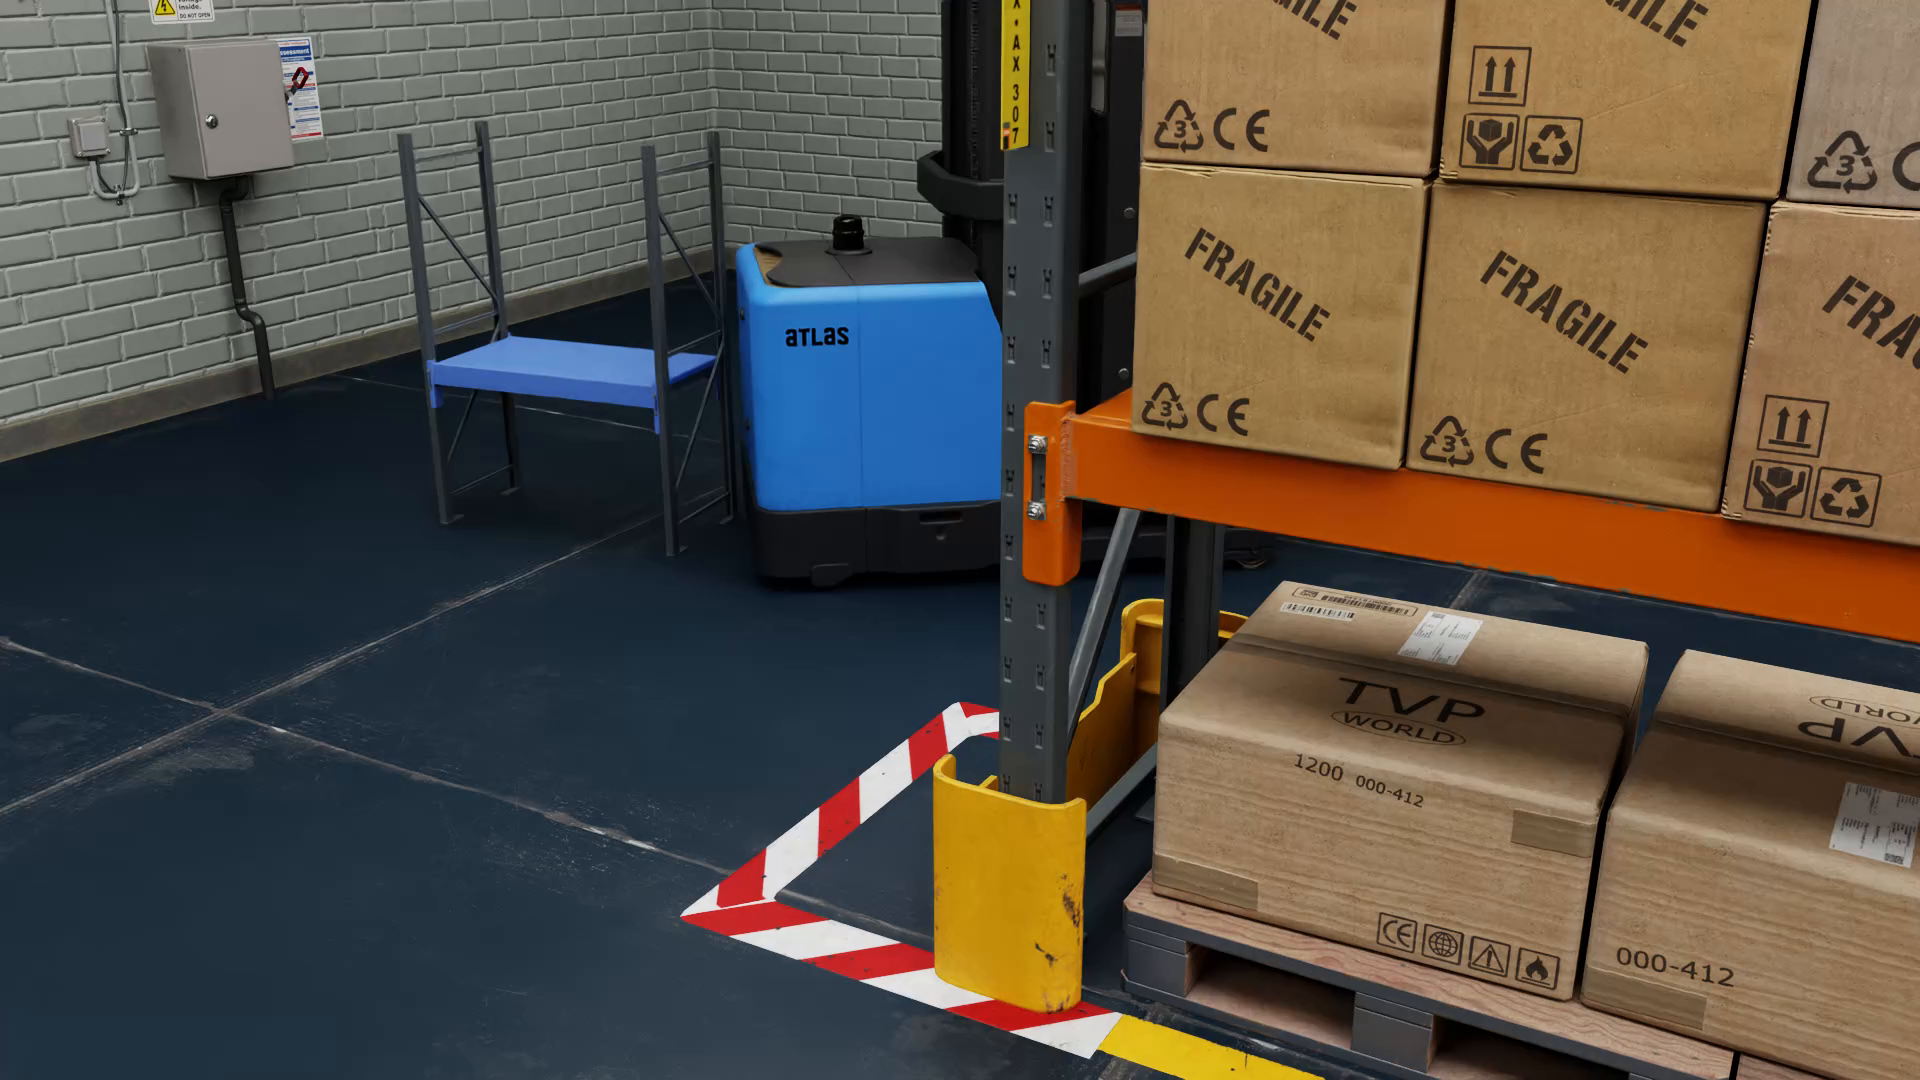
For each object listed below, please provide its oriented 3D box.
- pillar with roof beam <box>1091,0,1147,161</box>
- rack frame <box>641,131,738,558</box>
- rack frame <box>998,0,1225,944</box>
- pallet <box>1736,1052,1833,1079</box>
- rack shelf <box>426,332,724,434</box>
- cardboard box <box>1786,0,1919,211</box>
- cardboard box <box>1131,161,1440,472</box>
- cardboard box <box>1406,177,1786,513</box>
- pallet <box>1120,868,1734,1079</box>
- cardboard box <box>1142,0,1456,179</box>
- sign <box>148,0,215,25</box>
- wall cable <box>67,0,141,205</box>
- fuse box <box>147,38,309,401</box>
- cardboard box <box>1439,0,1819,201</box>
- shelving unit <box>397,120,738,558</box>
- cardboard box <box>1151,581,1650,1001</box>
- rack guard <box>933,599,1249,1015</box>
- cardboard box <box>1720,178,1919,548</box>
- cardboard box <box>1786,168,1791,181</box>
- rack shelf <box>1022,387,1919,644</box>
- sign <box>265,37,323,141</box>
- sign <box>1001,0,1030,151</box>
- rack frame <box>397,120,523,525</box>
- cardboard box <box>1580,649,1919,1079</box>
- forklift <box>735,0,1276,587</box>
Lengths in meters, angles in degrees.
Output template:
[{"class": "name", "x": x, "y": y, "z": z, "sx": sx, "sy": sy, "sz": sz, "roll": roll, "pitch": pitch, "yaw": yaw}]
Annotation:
[{"class": "pillar with roof beam", "x": -1.221, "y": -4.318, "z": 5.071, "sx": 0.400, "sy": 9.000, "sz": 9.100, "roll": 11, "pitch": 23, "yaw": 27}, {"class": "rack frame", "x": -0.987, "y": -0.719, "z": 6.149, "sx": 0.032, "sy": 1.500, "sz": 0.500, "roll": 7, "pitch": 21, "yaw": 20}, {"class": "rack frame", "x": 0.375, "y": -0.584, "z": 3.576, "sx": 0.127, "sy": 3.000, "sz": 1.000, "roll": 11, "pitch": 23, "yaw": 27}, {"class": "pallet", "x": 2.172, "y": 1.040, "z": 3.189, "sx": 1.213, "sy": 0.211, "sz": 1.003, "roll": 11, "pitch": 23, "yaw": 27}, {"class": "rack shelf", "x": -1.462, "y": -0.613, "z": 6.382, "sx": 1.000, "sy": 0.185, "sz": 0.538, "roll": 7, "pitch": 21, "yaw": 20}, {"class": "cardboard box", "x": 1.563, "y": -0.769, "z": 2.474, "sx": 0.500, "sy": 0.500, "sz": 0.500, "roll": 11, "pitch": 22, "yaw": 27}, {"class": "cardboard box", "x": 0.654, "y": -0.466, "z": 3.103, "sx": 0.500, "sy": 0.500, "sz": 0.500, "roll": 11, "pitch": 22, "yaw": 27}, {"class": "cardboard box", "x": 1.109, "y": -0.390, "z": 2.894, "sx": 0.500, "sy": 0.500, "sz": 0.500, "roll": 10, "pitch": 22, "yaw": 27}, {"class": "pallet", "x": 1.111, "y": 0.837, "z": 3.749, "sx": 1.213, "sy": 0.211, "sz": 1.003, "roll": 11, "pitch": 23, "yaw": 27}, {"class": "cardboard box", "x": 0.655, "y": -0.936, "z": 2.935, "sx": 0.500, "sy": 0.500, "sz": 0.500, "roll": 10, "pitch": 22, "yaw": 26}, {"class": "sign", "x": -3.615, "y": -2.522, "z": 7.708, "sx": 0.001, "sy": 0.242, "sz": 0.339, "roll": 11, "pitch": 23, "yaw": 27}, {"class": "wall cable", "x": -3.877, "y": -2.416, "z": 7.138, "sx": 0.122, "sy": 1.984, "sz": 0.588, "roll": 11, "pitch": 23, "yaw": 27}, {"class": "fuse box", "x": -3.407, "y": -1.510, "z": 8.019, "sx": 0.414, "sy": 1.711, "sz": 0.539, "roll": 11, "pitch": 23, "yaw": 27}, {"class": "cardboard box", "x": 1.110, "y": -0.853, "z": 2.704, "sx": 0.500, "sy": 0.500, "sz": 0.500, "roll": 10, "pitch": 22, "yaw": 26}, {"class": "shelving unit", "x": -1.462, "y": -0.782, "z": 6.321, "sx": 1.048, "sy": 1.500, "sz": 0.538, "roll": 7, "pitch": 21, "yaw": 20}, {"class": "cardboard box", "x": 1.000, "y": 0.503, "z": 3.721, "sx": 0.875, "sy": 0.438, "sz": 0.875, "roll": 10, "pitch": 22, "yaw": 25}, {"class": "rack guard", "x": 0.354, "y": 0.587, "z": 4.013, "sx": 0.348, "sy": 0.500, "sz": 1.175, "roll": 11, "pitch": 23, "yaw": 27}, {"class": "cardboard box", "x": 1.545, "y": -0.300, "z": 2.646, "sx": 0.500, "sy": 0.500, "sz": 0.500, "roll": 11, "pitch": 22, "yaw": 27}, {"class": "cardboard box", "x": 1.356, "y": -0.542, "z": 3.313, "sx": 0.500, "sy": 0.500, "sz": 0.500, "roll": 10, "pitch": 22, "yaw": 26}, {"class": "rack shelf", "x": 2.121, "y": 0.087, "z": 2.782, "sx": 4.000, "sy": 0.370, "sz": 1.077, "roll": 11, "pitch": 23, "yaw": 27}, {"class": "sign", "x": -3.347, "y": -2.253, "z": 8.316, "sx": 0.001, "sy": 0.494, "sz": 0.329, "roll": 11, "pitch": 23, "yaw": 27}, {"class": "sign", "x": 0.099, "y": -0.864, "z": 2.962, "sx": 0.005, "sy": 0.325, "sz": 0.100, "roll": 11, "pitch": 23, "yaw": 27}, {"class": "rack frame", "x": -1.936, "y": -0.844, "z": 6.493, "sx": 0.032, "sy": 1.500, "sz": 0.500, "roll": 7, "pitch": 21, "yaw": 20}, {"class": "cardboard box", "x": 1.803, "y": 0.653, "z": 3.308, "sx": 0.875, "sy": 0.438, "sz": 0.875, "roll": 11, "pitch": 23, "yaw": 29}, {"class": "forklift", "x": 0.698, "y": -1.440, "z": 6.036, "sx": 3.031, "sy": 2.935, "sz": 1.130, "roll": -4, "pitch": 20, "yaw": -10}]
